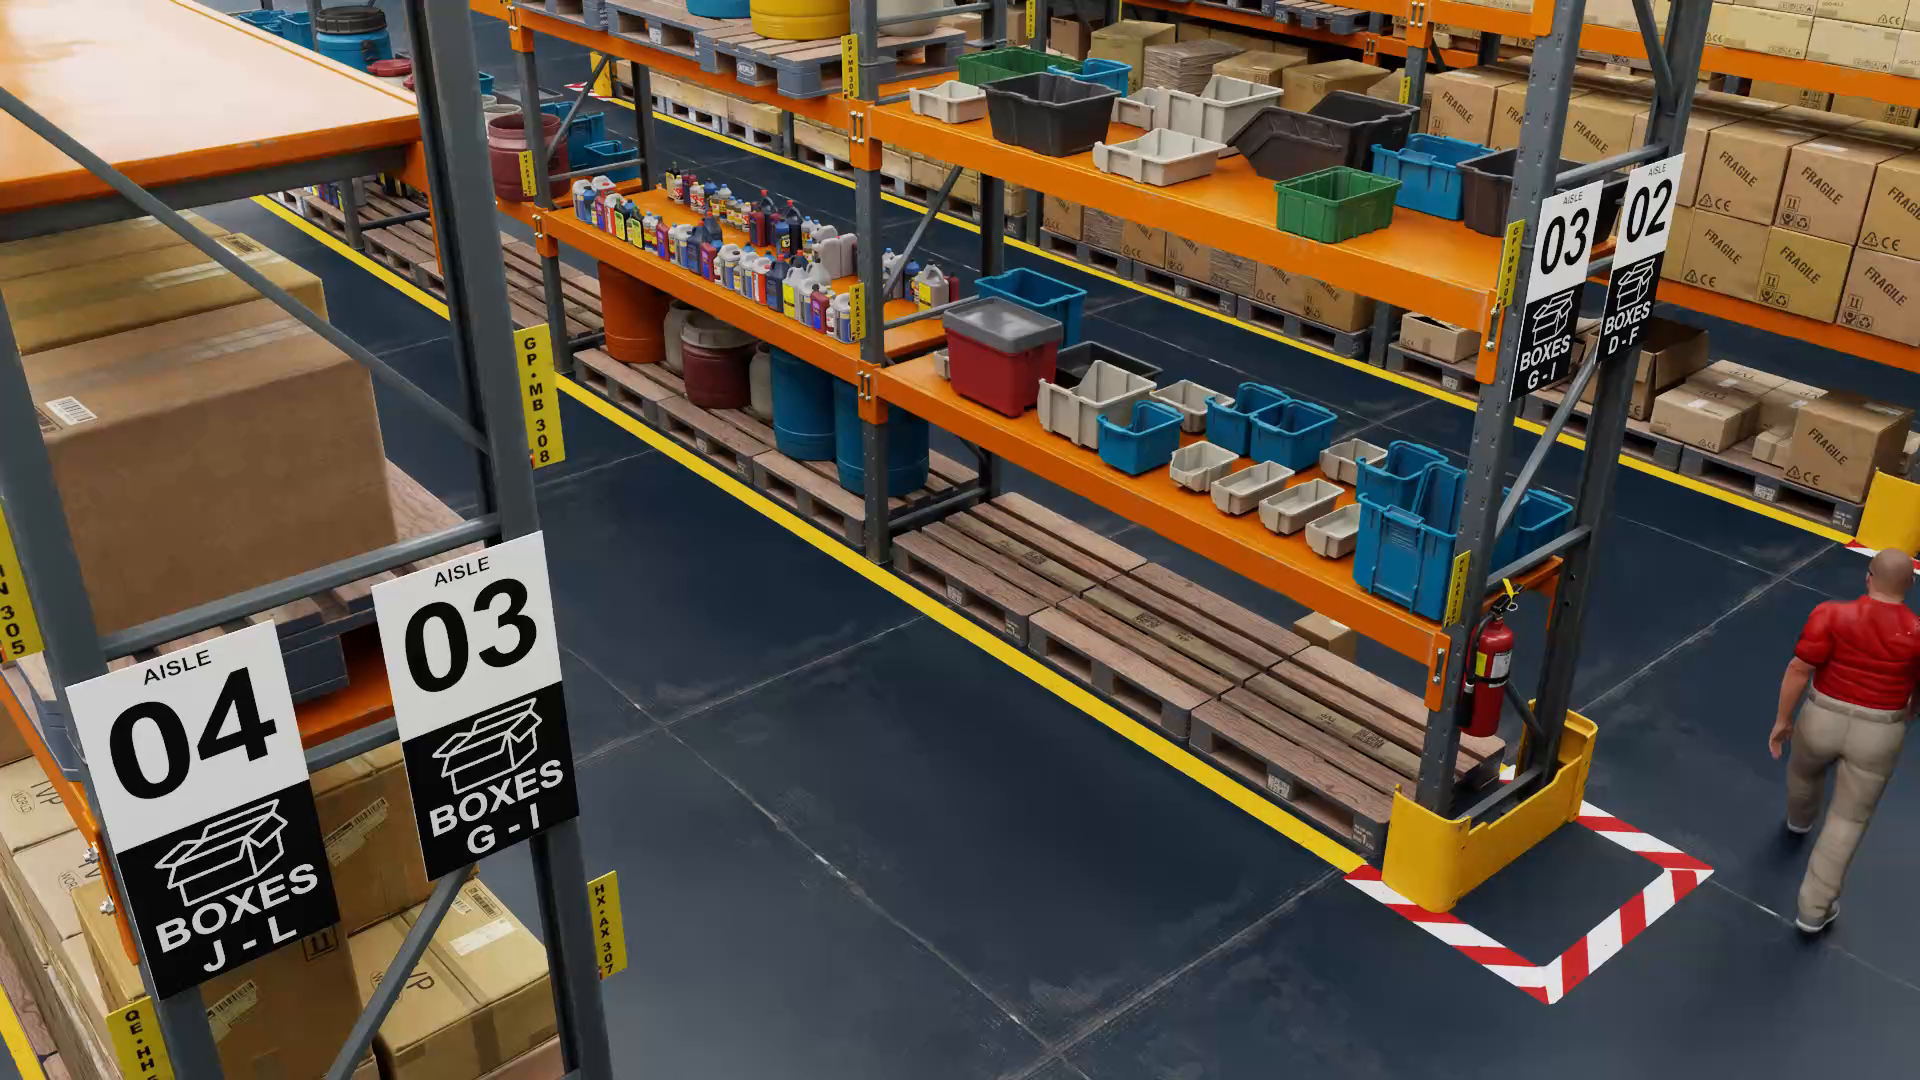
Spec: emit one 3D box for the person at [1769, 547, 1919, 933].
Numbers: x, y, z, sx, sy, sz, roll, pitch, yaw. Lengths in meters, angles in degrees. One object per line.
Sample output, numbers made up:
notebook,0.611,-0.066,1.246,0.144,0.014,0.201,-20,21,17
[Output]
person,3.871,0.754,7.205,0.558,1.665,1.052,19,33,31
